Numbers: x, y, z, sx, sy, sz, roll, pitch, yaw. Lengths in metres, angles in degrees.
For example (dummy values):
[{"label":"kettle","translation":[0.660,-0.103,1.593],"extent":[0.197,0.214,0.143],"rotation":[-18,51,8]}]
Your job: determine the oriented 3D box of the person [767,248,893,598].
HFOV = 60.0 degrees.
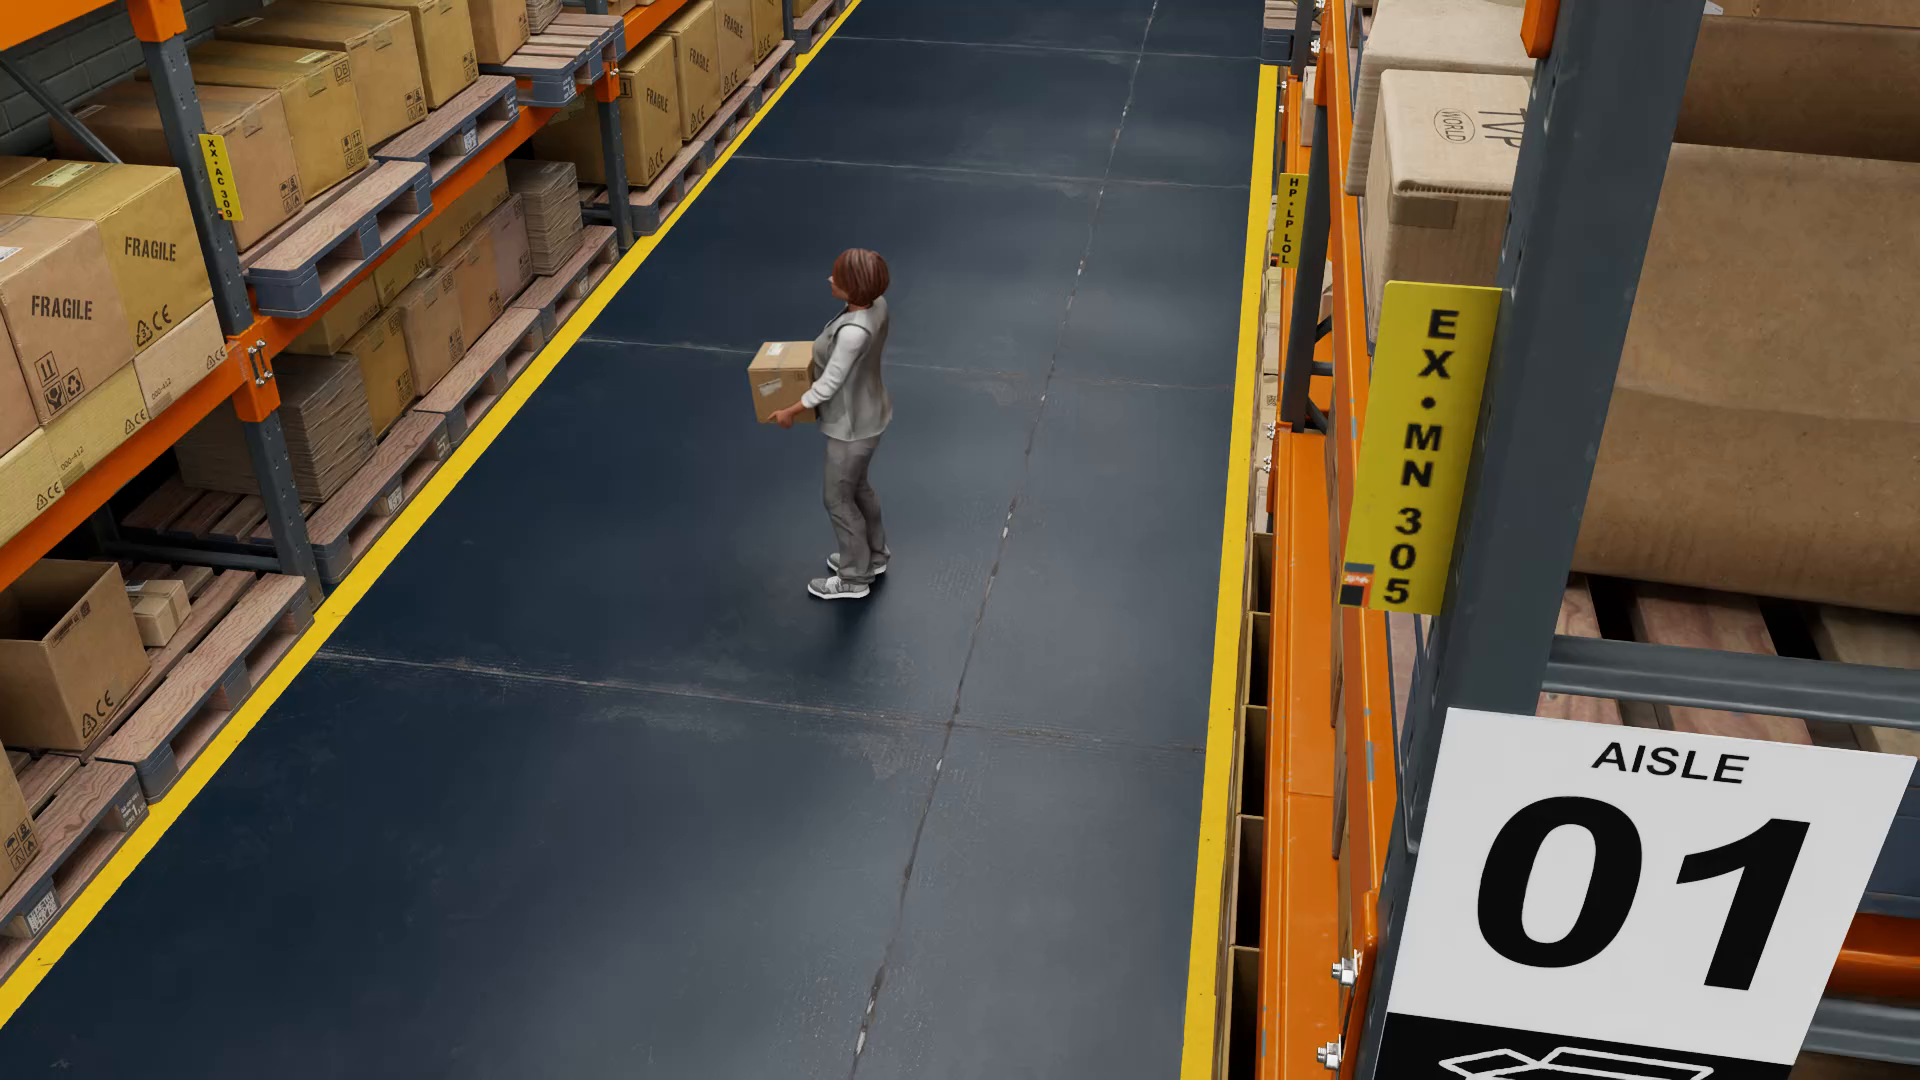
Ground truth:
[{"label":"person","translation":[-0.522,-0.480,6.896],"extent":[0.494,1.588,0.408],"rotation":[5,33,8]}]
